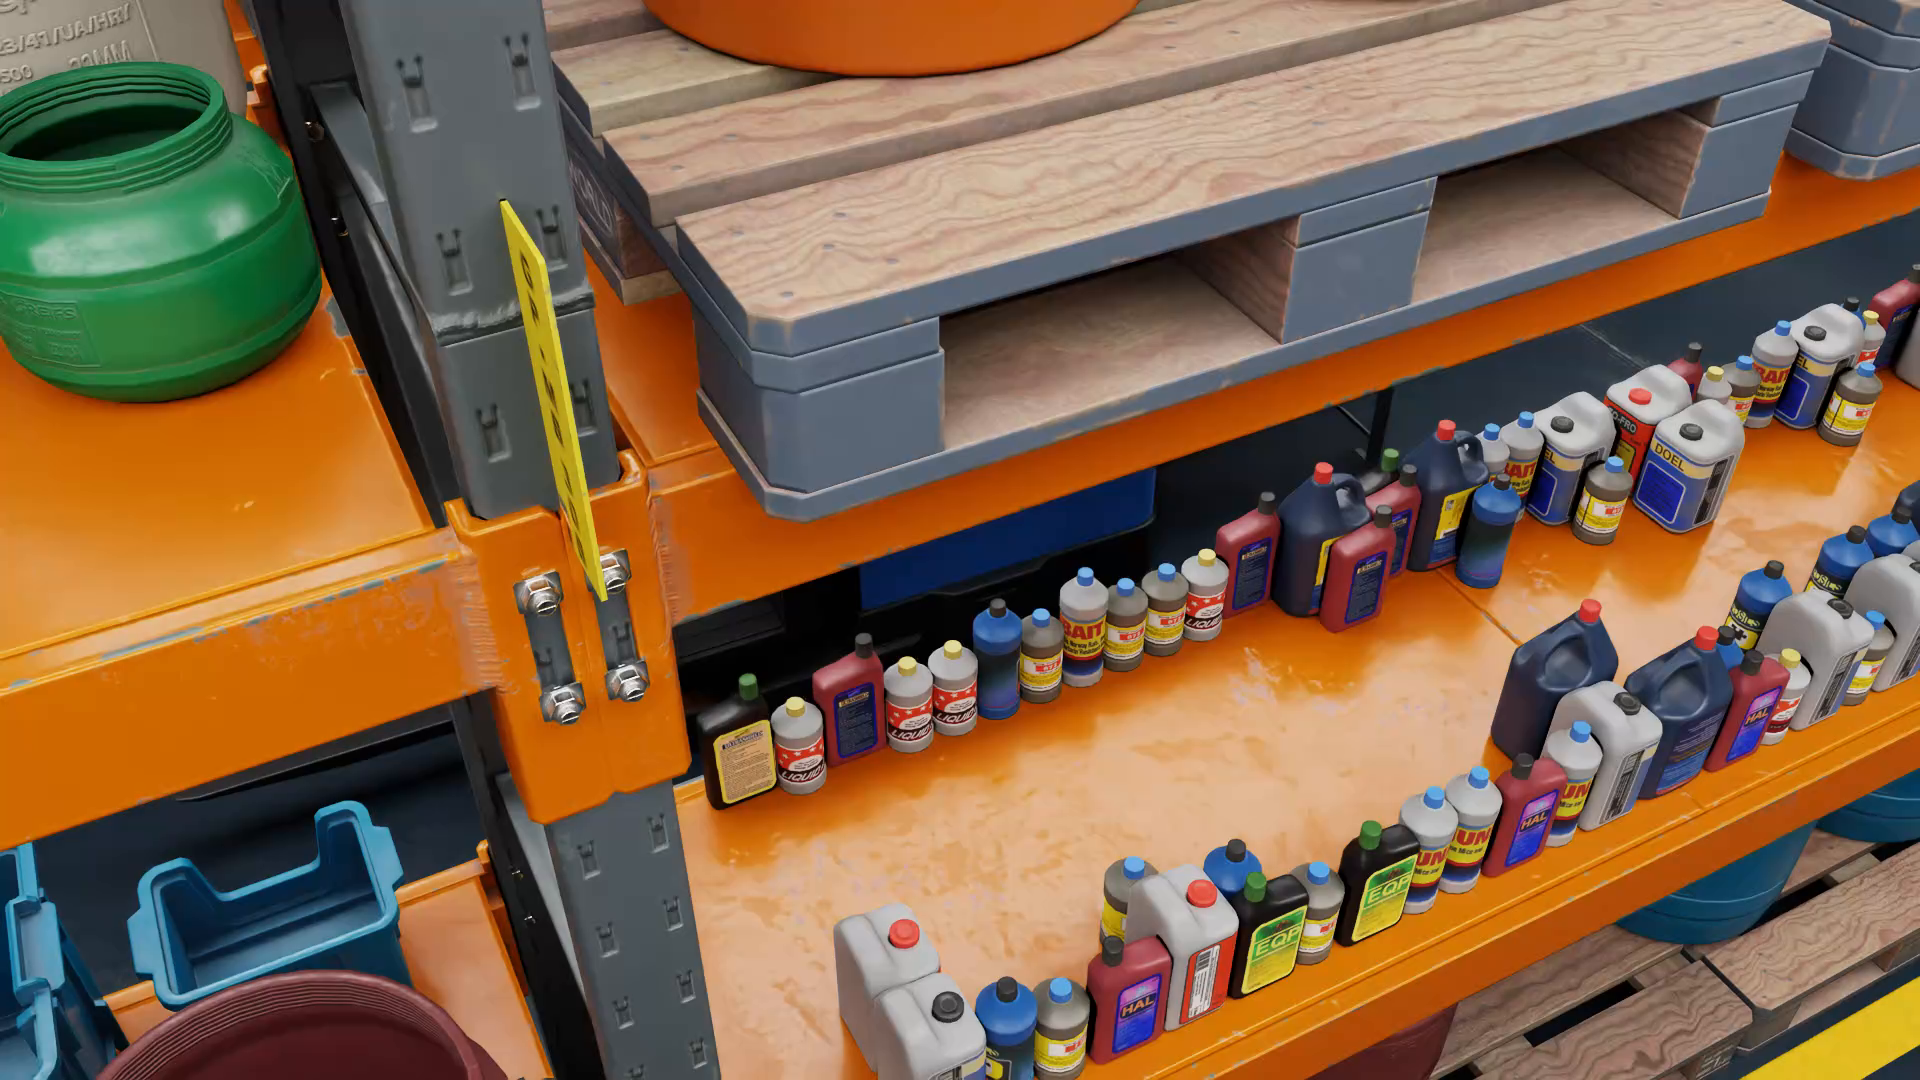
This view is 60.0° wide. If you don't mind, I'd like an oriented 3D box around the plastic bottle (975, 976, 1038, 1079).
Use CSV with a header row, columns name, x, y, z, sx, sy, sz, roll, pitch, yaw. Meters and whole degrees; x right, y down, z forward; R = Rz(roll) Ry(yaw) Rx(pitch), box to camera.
name,x,y,z,sx,sy,sz,roll,pitch,yaw
plastic bottle,0.071,0.778,2.609,0.097,0.271,0.097,0,40,0

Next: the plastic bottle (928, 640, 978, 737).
name,x,y,z,sx,sy,sz,roll,pitch,yaw
plastic bottle,-0.014,0.280,3.251,0.097,0.201,0.097,0,40,0

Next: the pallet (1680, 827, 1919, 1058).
name,x,y,z,sx,sy,sz,roll,pitch,yaw
pallet,2.267,0.768,4.679,1.213,0.211,1.003,-19,44,-21

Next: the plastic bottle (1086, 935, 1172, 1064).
name,x,y,z,sx,sy,sz,roll,pitch,yaw
plastic bottle,0.269,0.720,2.668,0.133,0.283,0.061,-19,44,-21

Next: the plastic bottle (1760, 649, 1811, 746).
name,x,y,z,sx,sy,sz,roll,pitch,yaw
plastic bottle,1.584,0.296,3.233,0.097,0.201,0.097,0,40,0

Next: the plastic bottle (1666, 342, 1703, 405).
name,x,y,z,sx,sy,sz,roll,pitch,yaw
plastic bottle,1.661,-0.328,3.906,0.133,0.283,0.061,-19,44,-21

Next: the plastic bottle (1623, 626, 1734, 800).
name,x,y,z,sx,sy,sz,roll,pitch,yaw
plastic bottle,1.329,0.307,3.104,0.185,0.351,0.144,-19,44,-21

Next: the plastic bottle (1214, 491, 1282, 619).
name,x,y,z,sx,sy,sz,roll,pitch,yaw
plastic bottle,0.598,0.030,3.484,0.133,0.283,0.061,-19,44,-21

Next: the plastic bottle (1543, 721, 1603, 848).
name,x,y,z,sx,sy,sz,roll,pitch,yaw
plastic bottle,1.096,0.433,3.016,0.097,0.271,0.097,0,40,0

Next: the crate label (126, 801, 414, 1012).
name,x,y,z,sx,sy,sz,roll,pitch,yaw
crate label,-1.124,0.666,2.771,0.416,0.233,0.303,-19,44,-21

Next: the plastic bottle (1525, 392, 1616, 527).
name,x,y,z,sx,sy,sz,roll,pitch,yaw
plastic bottle,1.357,-0.190,3.748,0.135,0.276,0.152,-19,44,-21

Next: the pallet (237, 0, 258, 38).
name,x,y,z,sx,sy,sz,roll,pitch,yaw
pallet,-2.293,-2.317,6.314,1.003,0.211,1.213,-19,44,-21

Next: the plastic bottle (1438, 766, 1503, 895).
name,x,y,z,sx,sy,sz,roll,pitch,yaw
plastic bottle,0.891,0.502,2.935,0.097,0.271,0.097,0,40,0

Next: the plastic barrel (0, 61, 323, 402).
name,x,y,z,sx,sy,sz,roll,pitch,yaw
plastic barrel,-0.773,-0.291,1.571,0.294,0.245,0.294,0,40,0

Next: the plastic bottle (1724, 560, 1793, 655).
name,x,y,z,sx,sy,sz,roll,pitch,yaw
plastic bottle,1.600,0.153,3.348,0.097,0.271,0.097,0,40,0

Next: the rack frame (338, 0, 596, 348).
name,x,y,z,sx,sy,sz,roll,pitch,yaw
rack frame,-0.577,-1.598,0.673,0.127,3.000,1.000,-19,44,-21

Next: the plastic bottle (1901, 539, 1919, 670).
name,x,y,z,sx,sy,sz,roll,pitch,yaw
plastic bottle,1.999,0.107,3.397,0.135,0.276,0.152,-19,44,-21

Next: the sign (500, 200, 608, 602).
name,x,y,z,sx,sy,sz,roll,pitch,yaw
sign,-0.317,-0.100,1.306,0.005,0.325,0.100,-19,44,-21

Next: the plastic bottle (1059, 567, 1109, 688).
name,x,y,z,sx,sy,sz,roll,pitch,yaw
plastic bottle,0.245,0.166,3.331,0.097,0.271,0.097,0,40,0

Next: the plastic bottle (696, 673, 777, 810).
name,x,y,z,sx,sy,sz,roll,pitch,yaw
plastic bottle,-0.415,0.371,3.081,0.133,0.283,0.061,-19,44,-21

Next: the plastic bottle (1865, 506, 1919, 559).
name,x,y,z,sx,sy,sz,roll,pitch,yaw
plastic bottle,1.925,0.043,3.477,0.097,0.271,0.097,0,40,0

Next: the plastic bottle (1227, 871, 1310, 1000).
name,x,y,z,sx,sy,sz,roll,pitch,yaw
plastic bottle,0.506,0.640,2.762,0.133,0.283,0.061,-19,44,-21

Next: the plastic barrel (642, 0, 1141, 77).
name,x,y,z,sx,sy,sz,roll,pitch,yaw
plastic barrel,-0.072,-0.945,1.566,0.708,0.830,0.600,-19,44,-21

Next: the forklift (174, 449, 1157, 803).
name,x,y,z,sx,sy,sz,roll,pitch,yaw
forklift,-0.921,-0.841,4.475,3.031,2.935,1.130,-17,43,-19

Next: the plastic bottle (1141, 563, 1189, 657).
name,x,y,z,sx,sy,sz,roll,pitch,yaw
plastic bottle,0.418,0.135,3.423,0.097,0.201,0.097,0,40,0

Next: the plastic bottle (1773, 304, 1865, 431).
name,x,y,z,sx,sy,sz,roll,pitch,yaw
plastic bottle,2.059,-0.426,4.028,0.135,0.276,0.152,-19,44,-21

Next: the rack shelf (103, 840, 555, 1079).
name,x,y,z,sx,sy,sz,roll,pitch,yaw
rack shelf,-2.351,1.563,2.139,4.000,0.370,1.077,-19,44,-21

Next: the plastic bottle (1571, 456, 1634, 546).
name,x,y,z,sx,sy,sz,roll,pitch,yaw
plastic bottle,1.431,-0.095,3.695,0.097,0.201,0.097,0,40,0

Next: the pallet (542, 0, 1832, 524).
name,x,y,z,sx,sy,sz,roll,pitch,yaw
pallet,0.146,-0.554,1.907,1.213,0.211,1.003,-19,44,-21

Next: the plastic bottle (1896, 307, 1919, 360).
name,x,y,z,sx,sy,sz,roll,pitch,yaw
plastic bottle,2.448,-0.593,4.219,0.133,0.283,0.061,-19,44,-21

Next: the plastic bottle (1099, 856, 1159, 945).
name,x,y,z,sx,sy,sz,roll,pitch,yaw
plastic bottle,0.292,0.619,2.850,0.097,0.201,0.097,0,40,0

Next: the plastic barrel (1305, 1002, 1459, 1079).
name,x,y,z,sx,sy,sz,roll,pitch,yaw
plastic barrel,0.851,0.959,3.837,0.708,0.588,0.600,-19,44,-21

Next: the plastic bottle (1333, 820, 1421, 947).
name,x,y,z,sx,sy,sz,roll,pitch,yaw
plastic bottle,0.711,0.571,2.844,0.133,0.283,0.061,-19,44,-21

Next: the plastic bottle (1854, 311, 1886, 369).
name,x,y,z,sx,sy,sz,roll,pitch,yaw
plastic bottle,2.236,-0.477,4.145,0.097,0.201,0.097,0,40,0

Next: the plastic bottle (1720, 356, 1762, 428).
name,x,y,z,sx,sy,sz,roll,pitch,yaw
plastic bottle,1.858,-0.349,3.995,0.097,0.201,0.097,0,40,0

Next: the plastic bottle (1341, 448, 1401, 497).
name,x,y,z,sx,sy,sz,roll,pitch,yaw
plastic bottle,0.881,-0.065,3.596,0.133,0.283,0.061,-19,44,-21

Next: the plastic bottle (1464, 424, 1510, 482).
name,x,y,z,sx,sy,sz,roll,pitch,yaw
plastic bottle,1.155,-0.140,3.693,0.097,0.271,0.097,0,40,0

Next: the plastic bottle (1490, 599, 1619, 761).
name,x,y,z,sx,sy,sz,roll,pitch,yaw
plastic bottle,1.140,0.260,3.159,0.185,0.351,0.144,-19,44,-21

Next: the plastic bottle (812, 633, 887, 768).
name,x,y,z,sx,sy,sz,roll,pitch,yaw
plastic bottle,-0.211,0.302,3.162,0.133,0.283,0.061,-19,44,-21

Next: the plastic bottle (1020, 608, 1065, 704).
name,x,y,z,sx,sy,sz,roll,pitch,yaw
plastic bottle,0.159,0.222,3.320,0.097,0.201,0.097,0,40,0

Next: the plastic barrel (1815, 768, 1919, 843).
name,x,y,z,sx,sy,sz,roll,pitch,yaw
plastic barrel,2.480,0.291,4.384,0.708,0.901,0.600,-19,44,-21

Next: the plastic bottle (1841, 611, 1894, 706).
name,x,y,z,sx,sy,sz,roll,pitch,yaw
plastic bottle,1.789,0.226,3.315,0.097,0.201,0.097,0,40,0

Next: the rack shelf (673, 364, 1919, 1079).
name,x,y,z,sx,sy,sz,roll,pitch,yaw
rack shelf,1.197,0.369,3.549,4.000,0.370,1.077,-19,44,-21

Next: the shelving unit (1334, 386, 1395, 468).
name,x,y,z,sx,sy,sz,roll,pitch,yaw
shelving unit,0.947,-0.845,5.588,1.048,1.500,0.538,-17,43,-19

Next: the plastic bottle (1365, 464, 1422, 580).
name,x,y,z,sx,sy,sz,roll,pitch,yaw
plastic bottle,0.909,-0.030,3.555,0.133,0.283,0.061,-19,44,-21

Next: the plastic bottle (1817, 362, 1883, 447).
name,x,y,z,sx,sy,sz,roll,pitch,yaw
plastic bottle,2.134,-0.332,3.974,0.097,0.201,0.097,0,40,0
